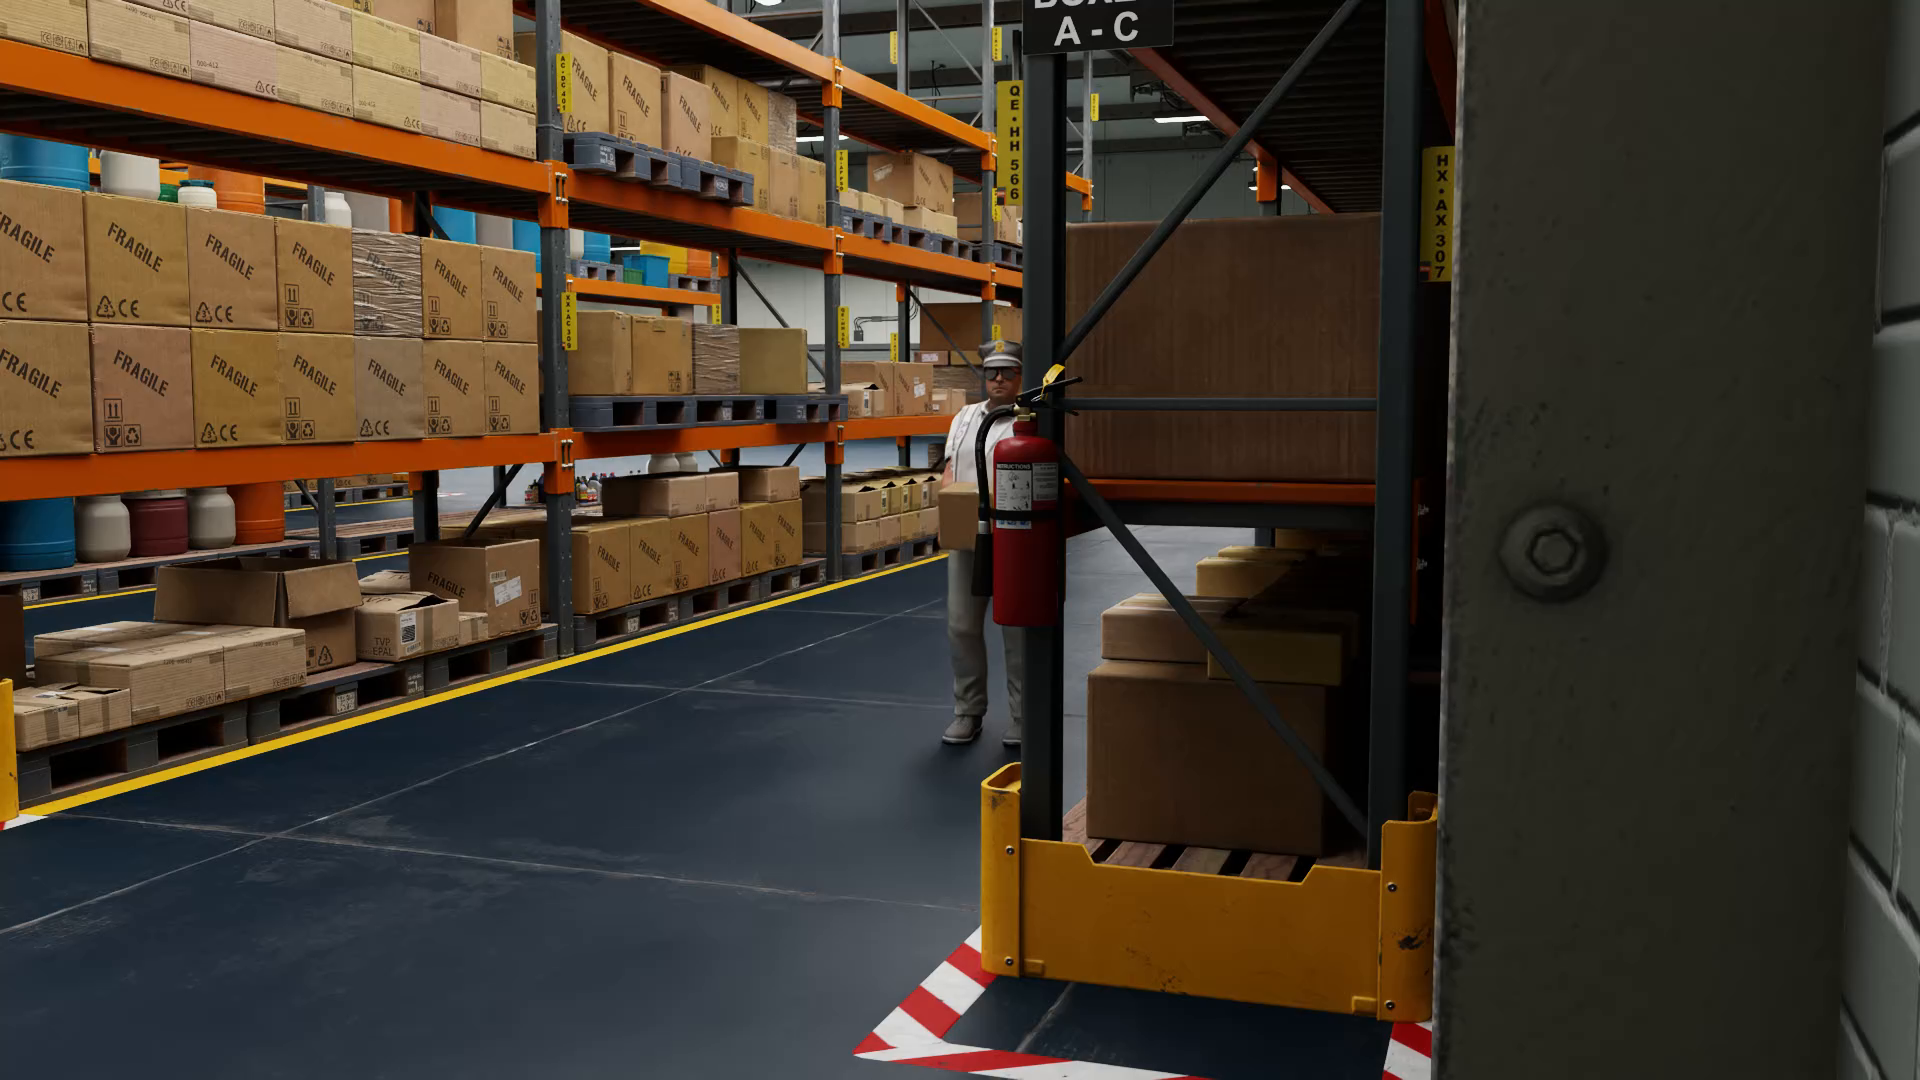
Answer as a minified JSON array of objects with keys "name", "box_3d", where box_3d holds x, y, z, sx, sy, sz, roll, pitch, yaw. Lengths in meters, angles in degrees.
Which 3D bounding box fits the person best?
[{"name":"person","box_3d":[0.145,0.008,7.290,0.493,1.770,0.558,2,5,19]}]
